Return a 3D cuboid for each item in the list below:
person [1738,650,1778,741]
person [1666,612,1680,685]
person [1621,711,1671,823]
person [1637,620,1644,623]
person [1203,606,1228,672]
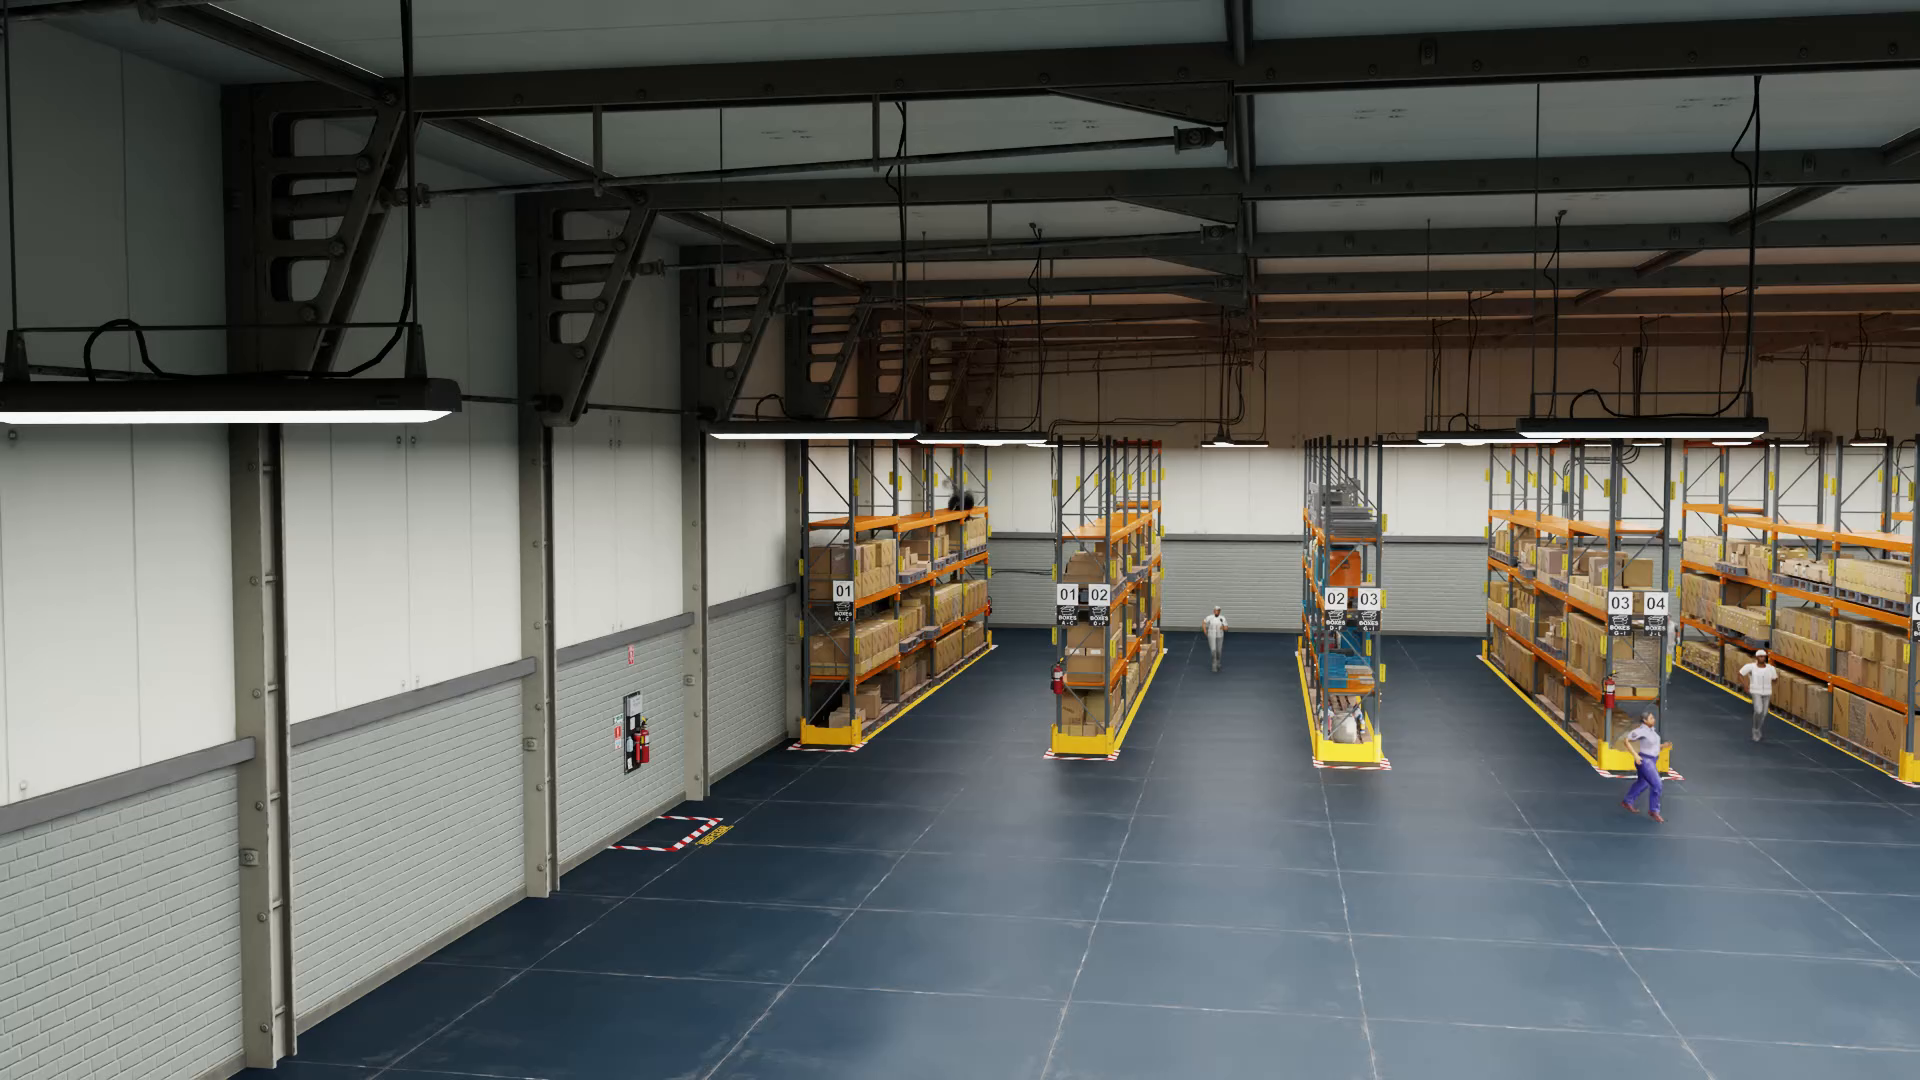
[{"bbox_3d":[15.809,3.072,32.836,0.674,1.809,0.696,0,3,3],"label":"person"},{"bbox_3d":[17.416,2.630,41.017,0.664,1.783,0.885,1,3,11],"label":"person"},{"bbox_3d":[10.639,3.506,25.807,0.748,1.711,0.579,2,4,38],"label":"person"},{"bbox_3d":[17.689,2.550,43.199,0.593,1.683,0.633,1,3,22],"label":"person"},{"bbox_3d":[6.666,2.566,43.288,0.608,1.693,0.871,0,3,-3],"label":"person"}]
